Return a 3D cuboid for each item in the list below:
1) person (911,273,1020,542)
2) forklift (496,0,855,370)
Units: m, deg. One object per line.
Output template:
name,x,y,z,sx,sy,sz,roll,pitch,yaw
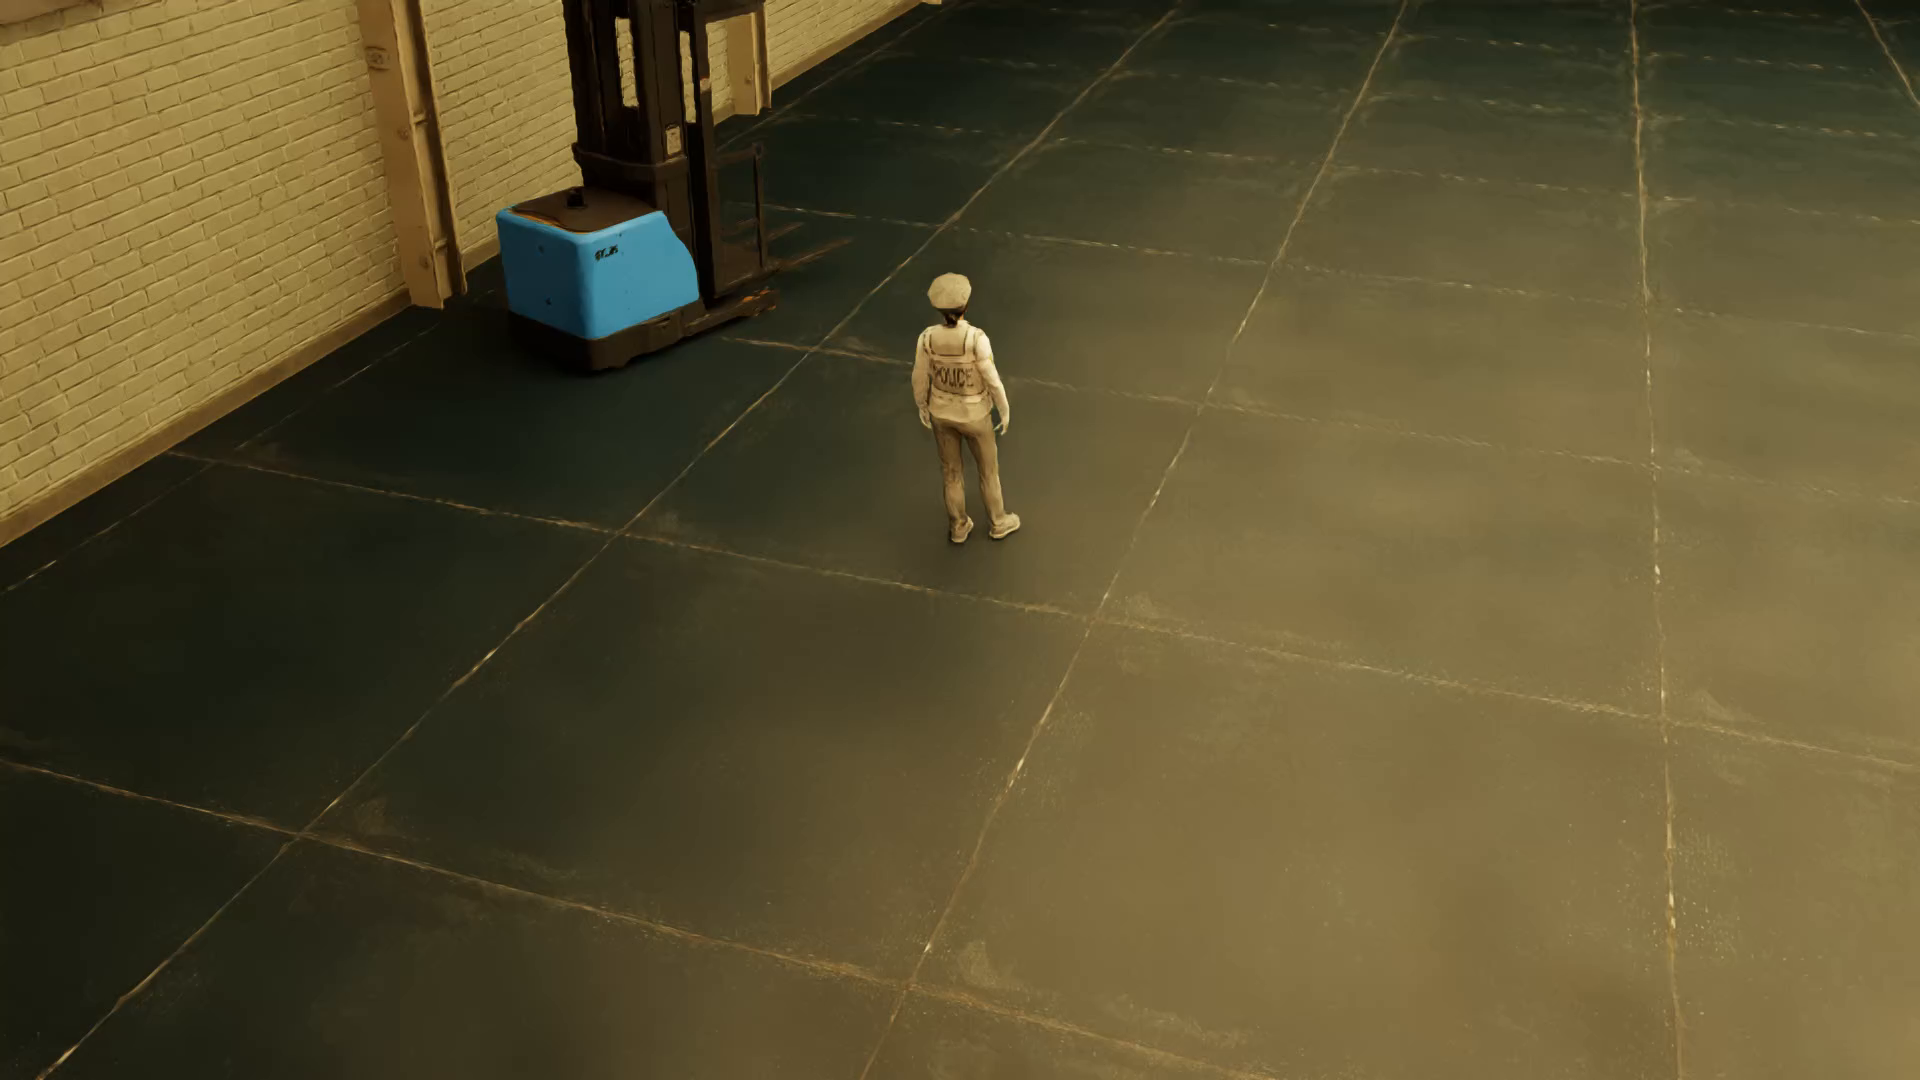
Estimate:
person,0.029,-0.773,9.727,0.586,1.695,0.533,10,31,16
forklift,-2.104,-3.176,12.707,1.130,2.935,3.031,22,36,33
